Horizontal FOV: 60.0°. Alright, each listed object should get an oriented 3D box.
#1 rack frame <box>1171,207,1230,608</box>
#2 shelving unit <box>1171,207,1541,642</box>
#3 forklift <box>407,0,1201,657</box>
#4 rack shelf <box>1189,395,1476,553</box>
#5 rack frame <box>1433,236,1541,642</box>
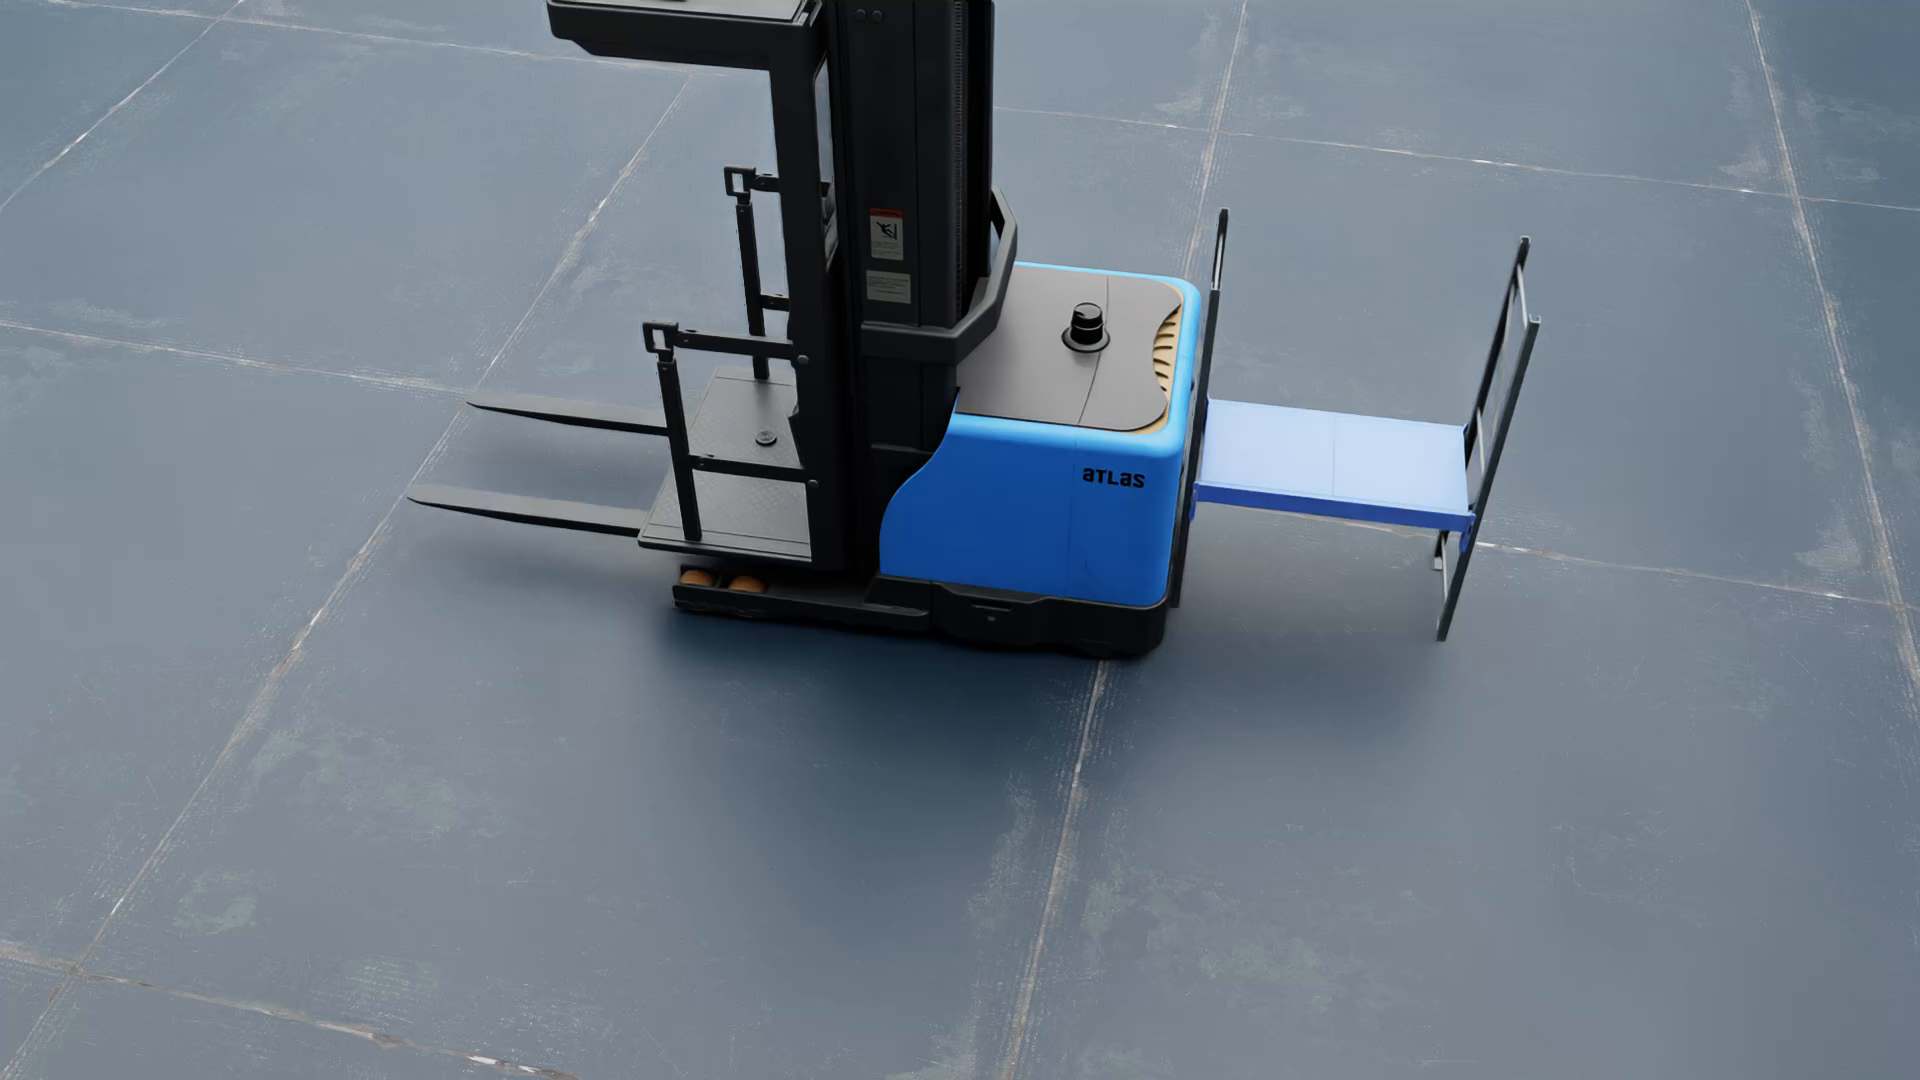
[{"bbox_3d":[0.880,-0.447,6.133,0.032,1.500,0.500,7,44,7],"label":"rack frame"},{"bbox_3d":[1.380,-0.385,6.069,1.048,1.500,0.538,7,44,7],"label":"shelving unit"},{"bbox_3d":[-0.652,-1.109,5.789,3.031,2.935,1.130,7,44,7],"label":"forklift"},{"bbox_3d":[1.380,-0.256,6.194,1.000,0.185,0.538,7,44,7],"label":"rack shelf"},{"bbox_3d":[1.881,-0.324,6.005,0.032,1.500,0.500,7,44,7],"label":"rack frame"}]
